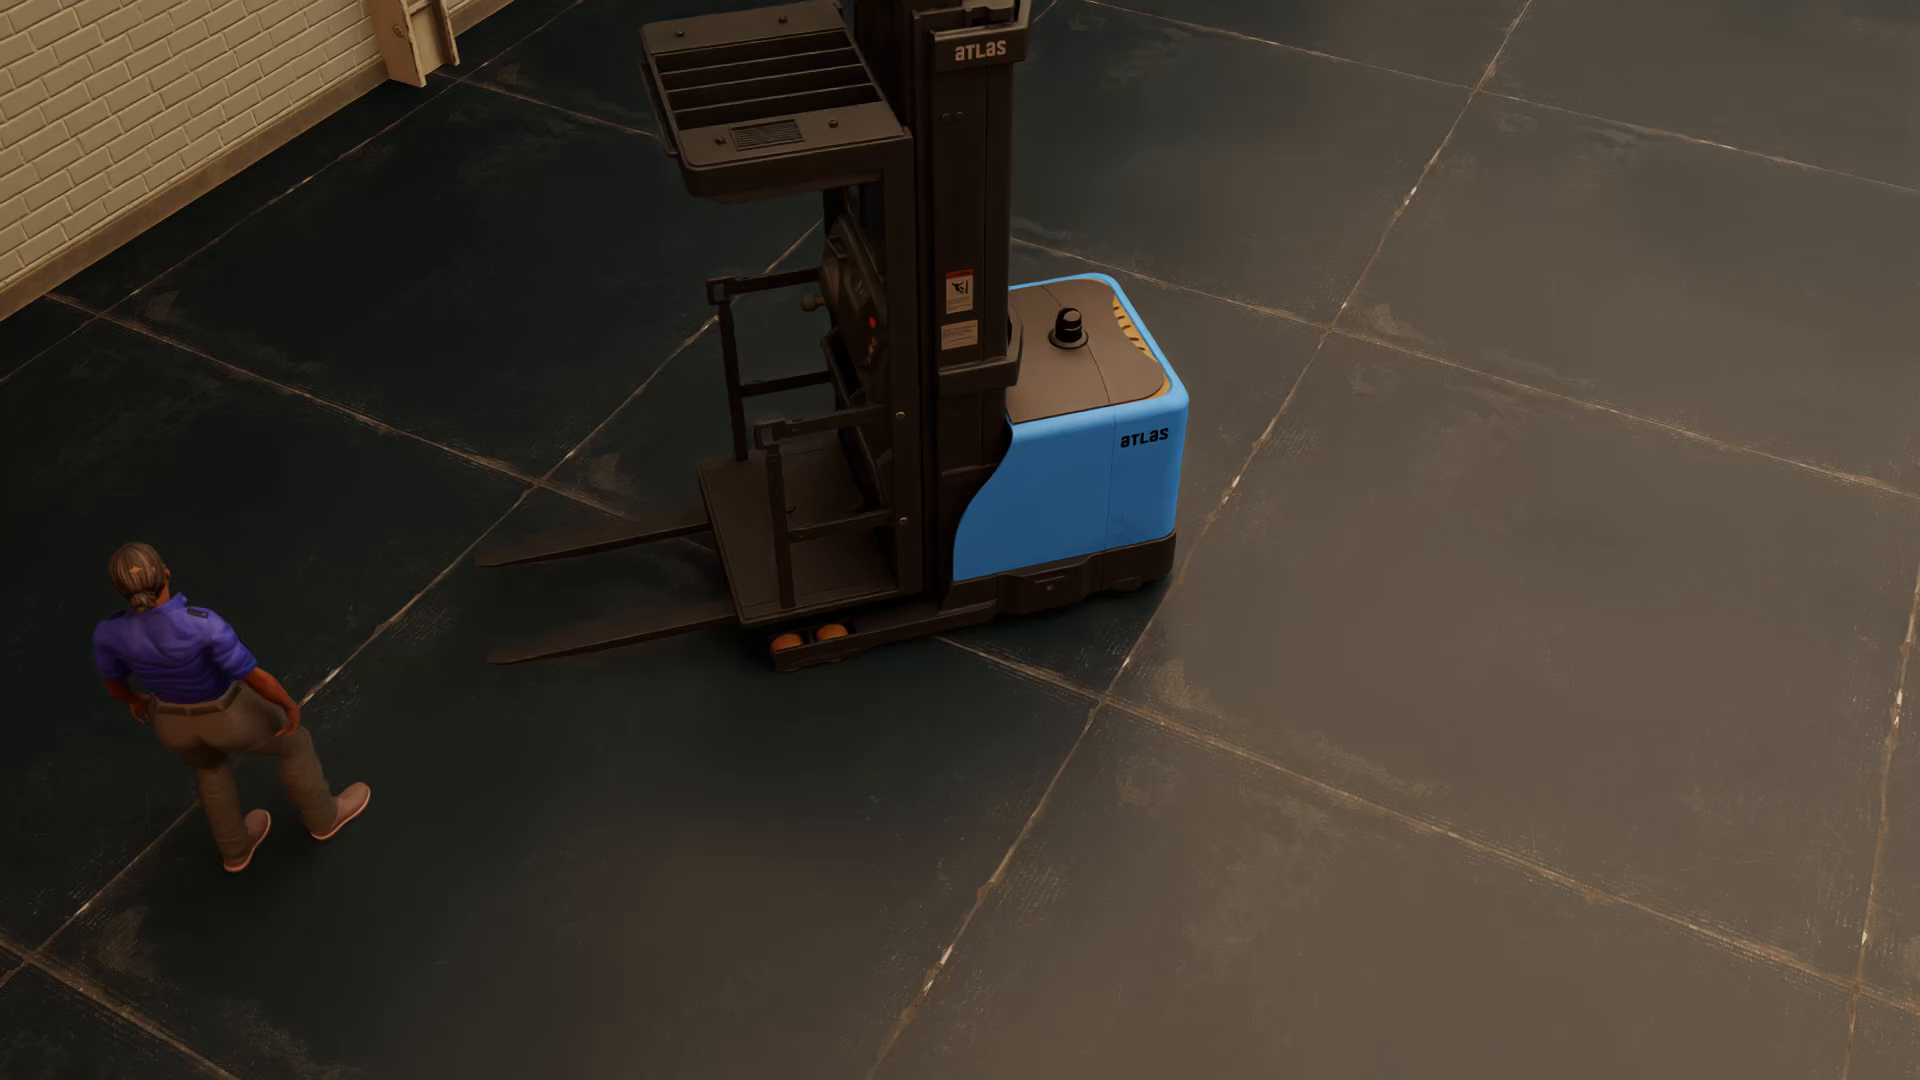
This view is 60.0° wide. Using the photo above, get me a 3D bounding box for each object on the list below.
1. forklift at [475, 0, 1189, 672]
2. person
[{"bbox_3d":[-0.609,-0.907,6.616,3.031,2.935,1.130,-12,45,-12],"label":"forklift"},{"bbox_3d":[-2.677,0.572,5.996,0.634,1.643,0.449,-2,43,-2],"label":"person"}]
